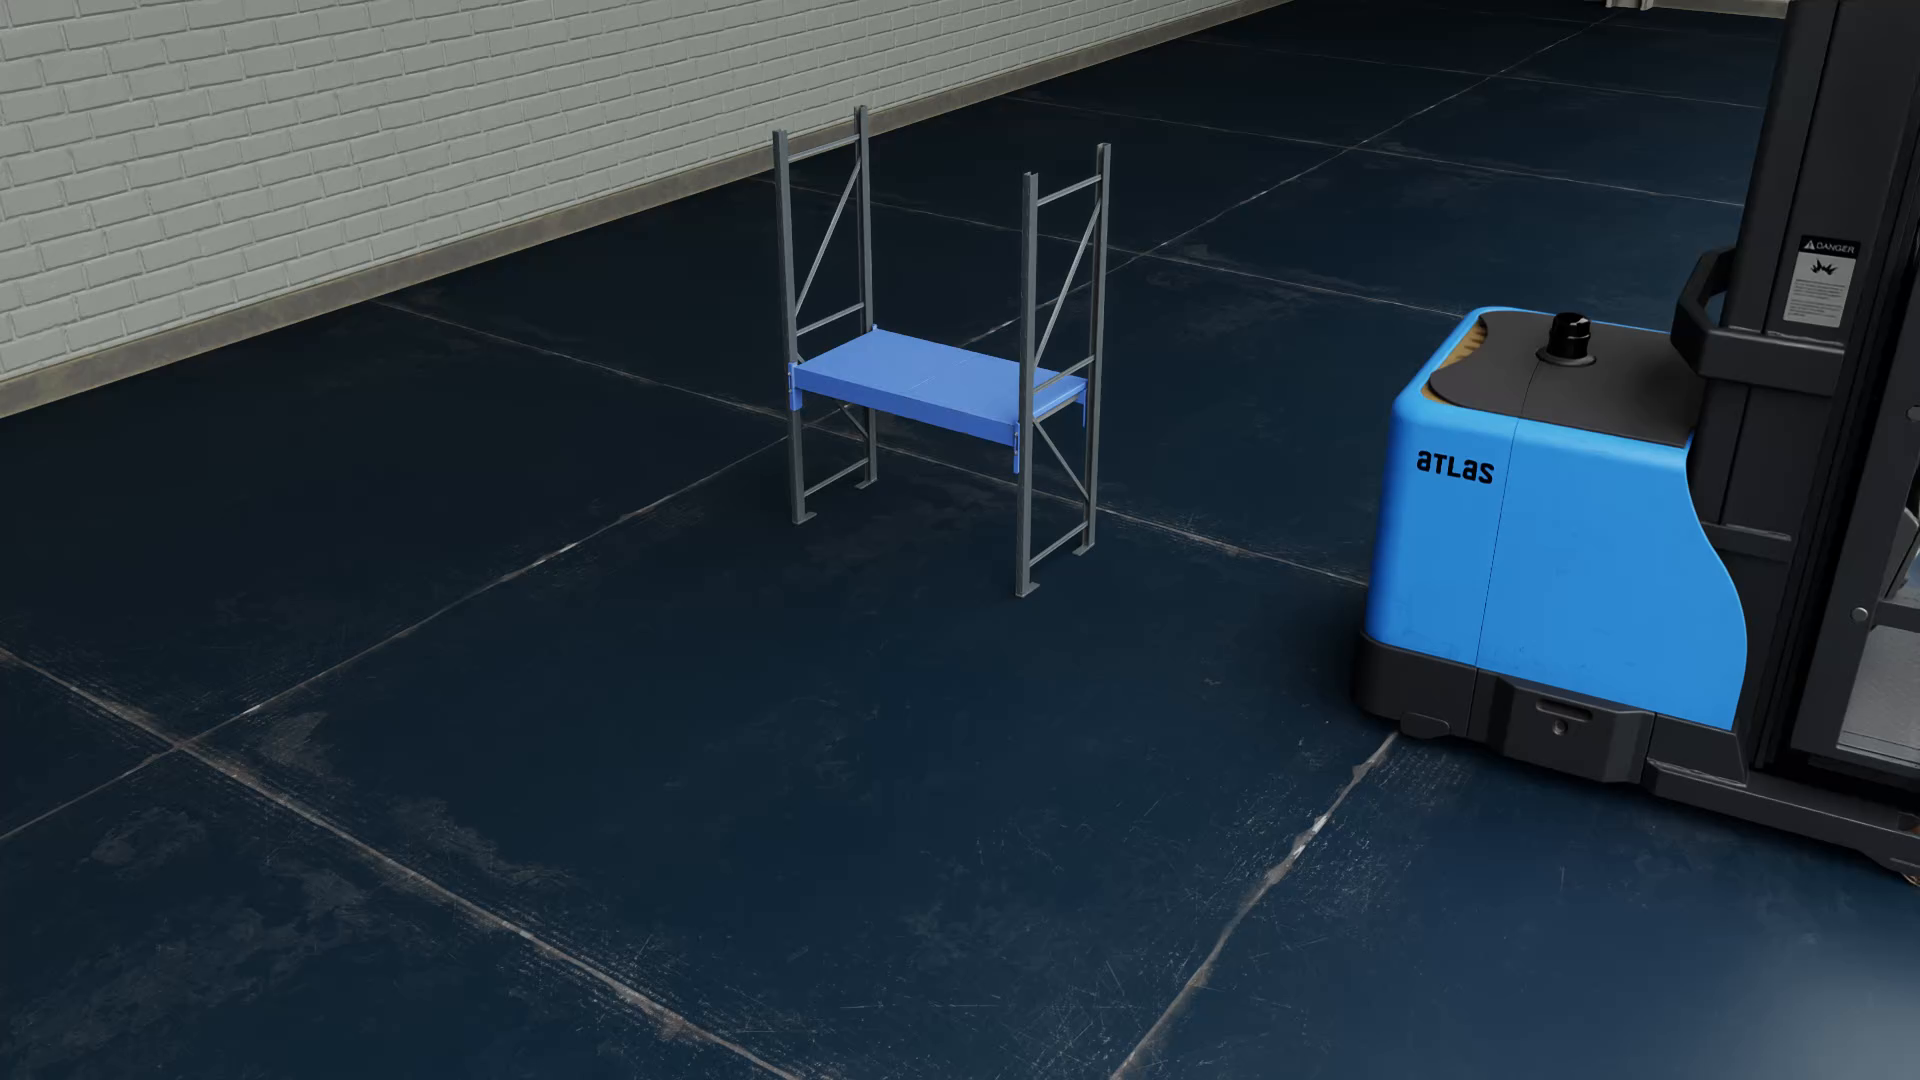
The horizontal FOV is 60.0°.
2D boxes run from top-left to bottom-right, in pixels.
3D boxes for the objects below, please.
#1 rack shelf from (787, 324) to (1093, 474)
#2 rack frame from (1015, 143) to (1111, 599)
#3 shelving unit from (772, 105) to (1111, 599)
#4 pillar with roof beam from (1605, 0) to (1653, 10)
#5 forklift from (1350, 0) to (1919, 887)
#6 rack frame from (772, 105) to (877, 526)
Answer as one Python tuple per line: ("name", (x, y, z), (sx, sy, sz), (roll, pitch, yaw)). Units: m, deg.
("rack shelf", (-0.070, -0.530, 6.034), (1.000, 0.185, 0.538), (17, 32, 30))
("rack frame", (0.349, -0.560, 5.696), (0.032, 1.500, 0.500), (17, 32, 30))
("shelving unit", (-0.070, -0.690, 5.953), (1.048, 1.500, 0.538), (17, 32, 30))
("pillar with roof beam", (4.368, -7.828, 11.710), (0.400, 9.000, 9.100), (17, 32, 30))
("forklift", (2.748, -0.610, 4.218), (3.031, 2.935, 1.130), (14, 30, 26))
("rack frame", (-0.489, -0.821, 6.209), (0.032, 1.500, 0.500), (17, 32, 30))
